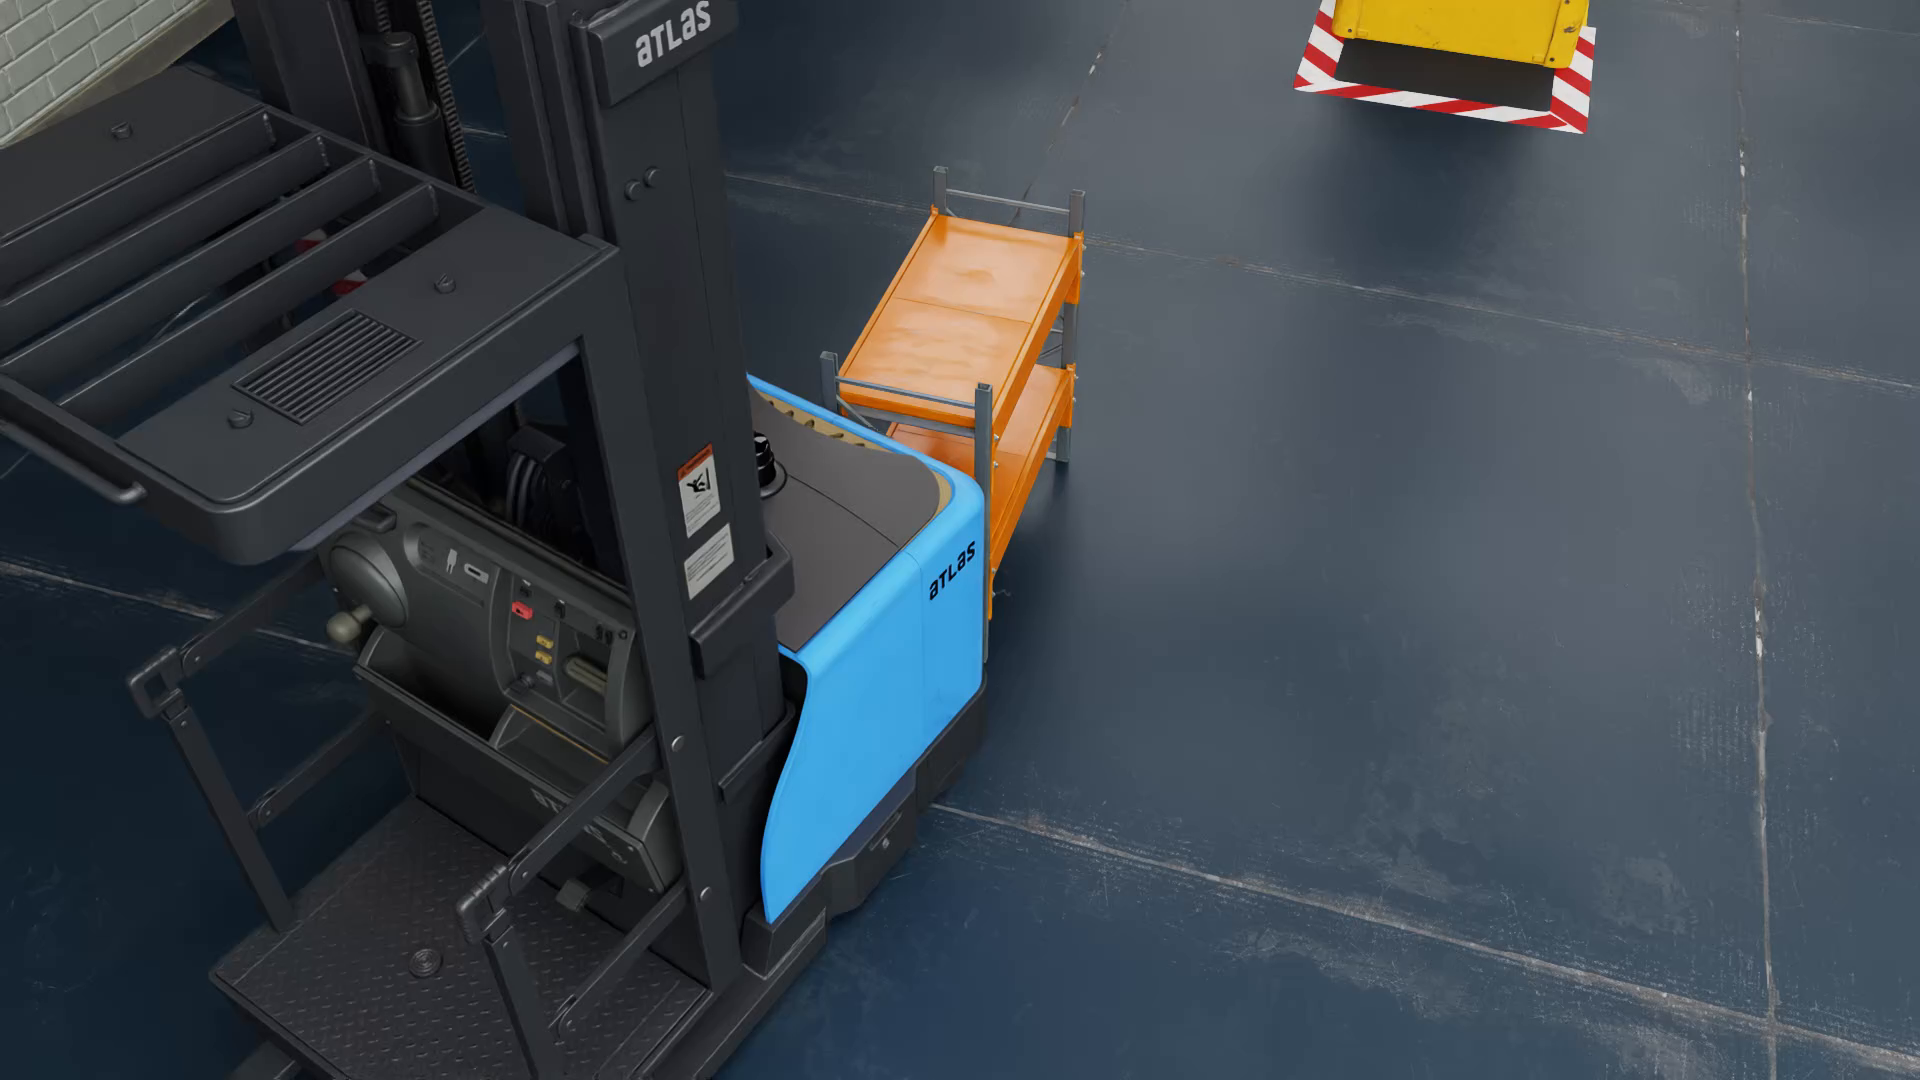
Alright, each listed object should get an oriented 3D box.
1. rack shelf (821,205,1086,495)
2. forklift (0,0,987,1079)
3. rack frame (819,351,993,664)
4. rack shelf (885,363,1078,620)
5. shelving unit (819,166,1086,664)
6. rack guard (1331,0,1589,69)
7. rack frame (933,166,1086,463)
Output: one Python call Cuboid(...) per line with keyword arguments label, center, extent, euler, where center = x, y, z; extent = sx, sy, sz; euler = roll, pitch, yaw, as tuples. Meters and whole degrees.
Cuboid(label="rack shelf", center=(0.002, -0.616, 5.156), extent=(0.538, 0.278, 1.000), euler=(13, 46, 13))
Cuboid(label="forklift", center=(-1.166, 0.228, 3.422), extent=(1.130, 2.935, 3.031), euler=(26, 50, 24))
Cuboid(label="rack frame", center=(-0.152, -0.068, 5.015), extent=(0.500, 1.125, 0.032), euler=(13, 46, 13))
Cuboid(label="rack shelf", center=(0.002, -0.232, 5.532), extent=(0.538, 0.278, 1.000), euler=(13, 46, 13))
Cuboid(label="shelving unit", center=(0.002, -0.407, 5.361), extent=(0.538, 1.125, 1.048), euler=(13, 46, 13))
Cuboid(label="rack guard", center=(2.461, -2.700, 8.152), extent=(1.175, 0.500, 0.348), euler=(13, 46, 13))
Cuboid(label="rack frame", center=(0.156, -0.745, 5.707), extent=(0.500, 1.125, 0.032), euler=(13, 46, 13))
